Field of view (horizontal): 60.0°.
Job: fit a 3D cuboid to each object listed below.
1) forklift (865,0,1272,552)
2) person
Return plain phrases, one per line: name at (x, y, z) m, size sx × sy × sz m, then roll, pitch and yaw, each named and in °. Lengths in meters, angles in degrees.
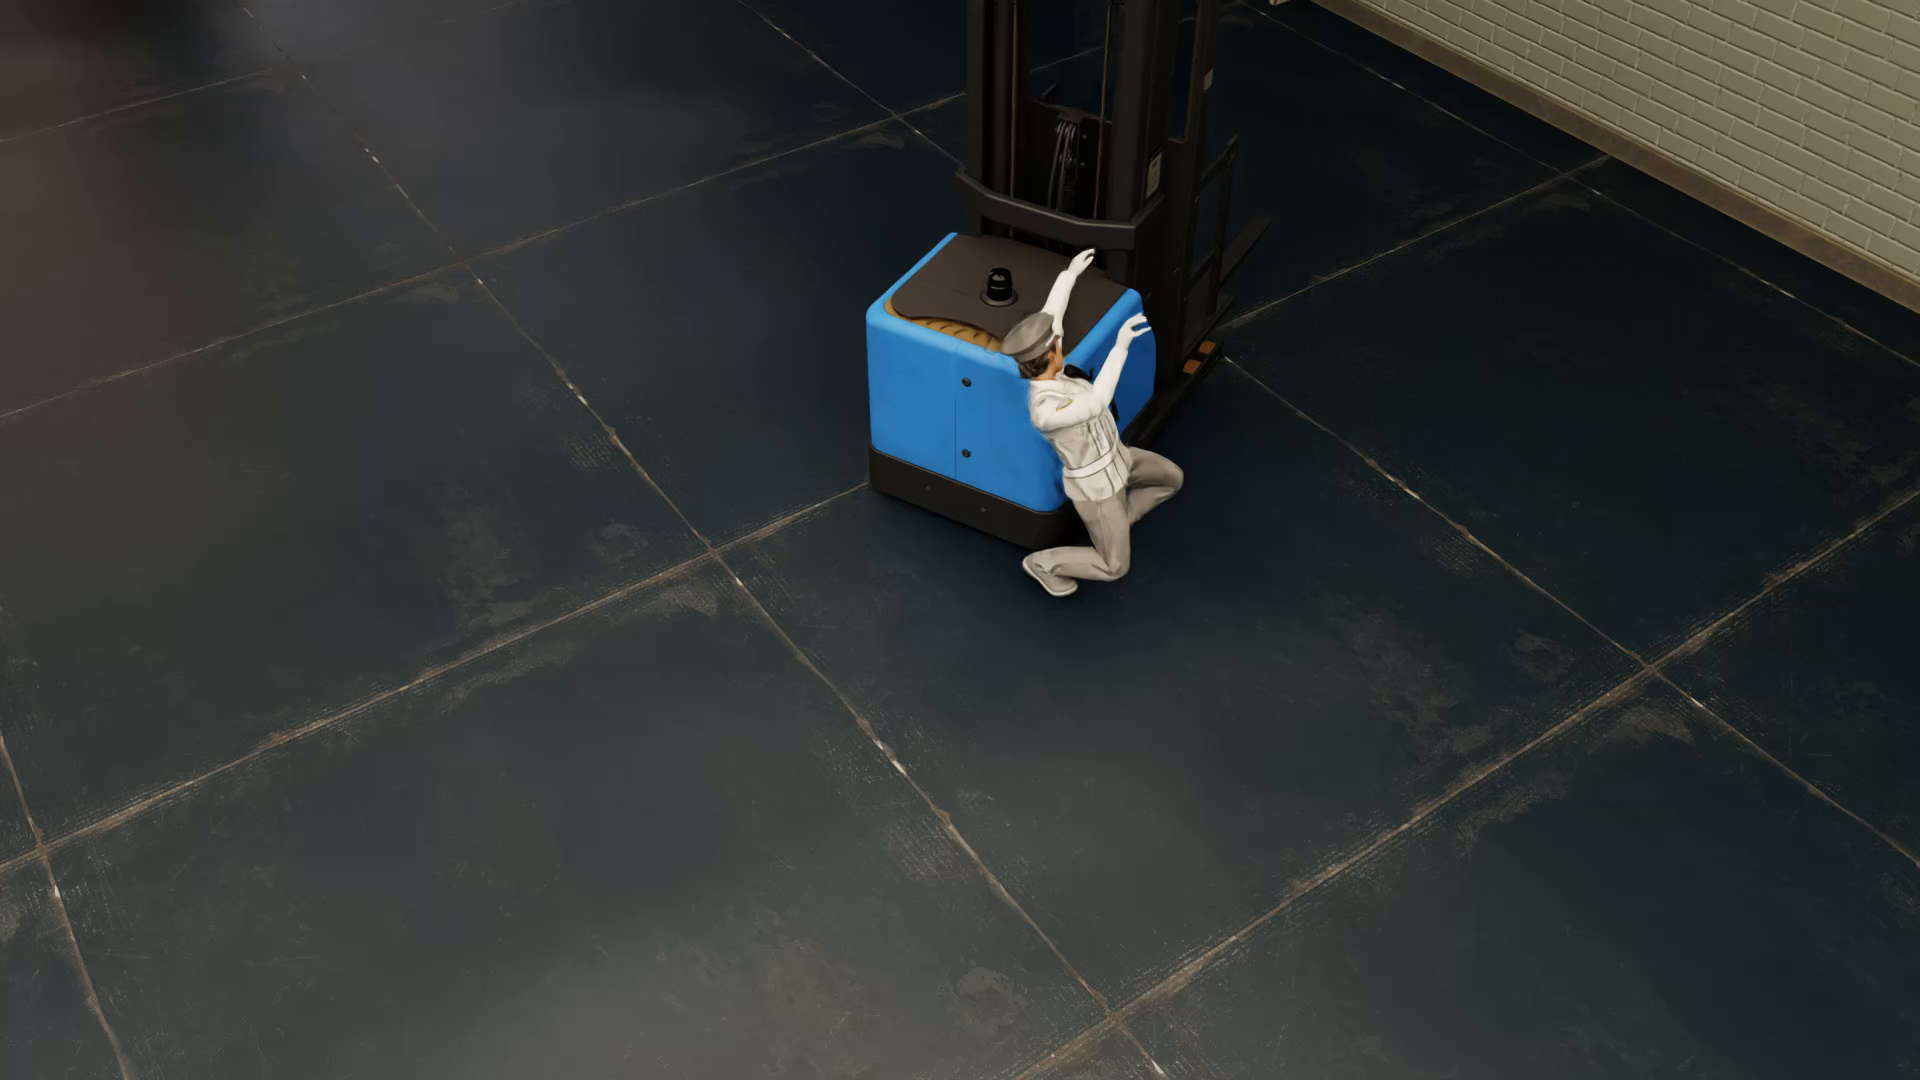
forklift at (0.740, -2.005, 7.891) m, size 1.130 × 2.935 × 3.031 m, roll 22°, pitch 47°, yaw 22°
person at (0.593, -0.496, 7.289) m, size 0.818 × 1.564 × 1.005 m, roll 7°, pitch 43°, yaw 7°
